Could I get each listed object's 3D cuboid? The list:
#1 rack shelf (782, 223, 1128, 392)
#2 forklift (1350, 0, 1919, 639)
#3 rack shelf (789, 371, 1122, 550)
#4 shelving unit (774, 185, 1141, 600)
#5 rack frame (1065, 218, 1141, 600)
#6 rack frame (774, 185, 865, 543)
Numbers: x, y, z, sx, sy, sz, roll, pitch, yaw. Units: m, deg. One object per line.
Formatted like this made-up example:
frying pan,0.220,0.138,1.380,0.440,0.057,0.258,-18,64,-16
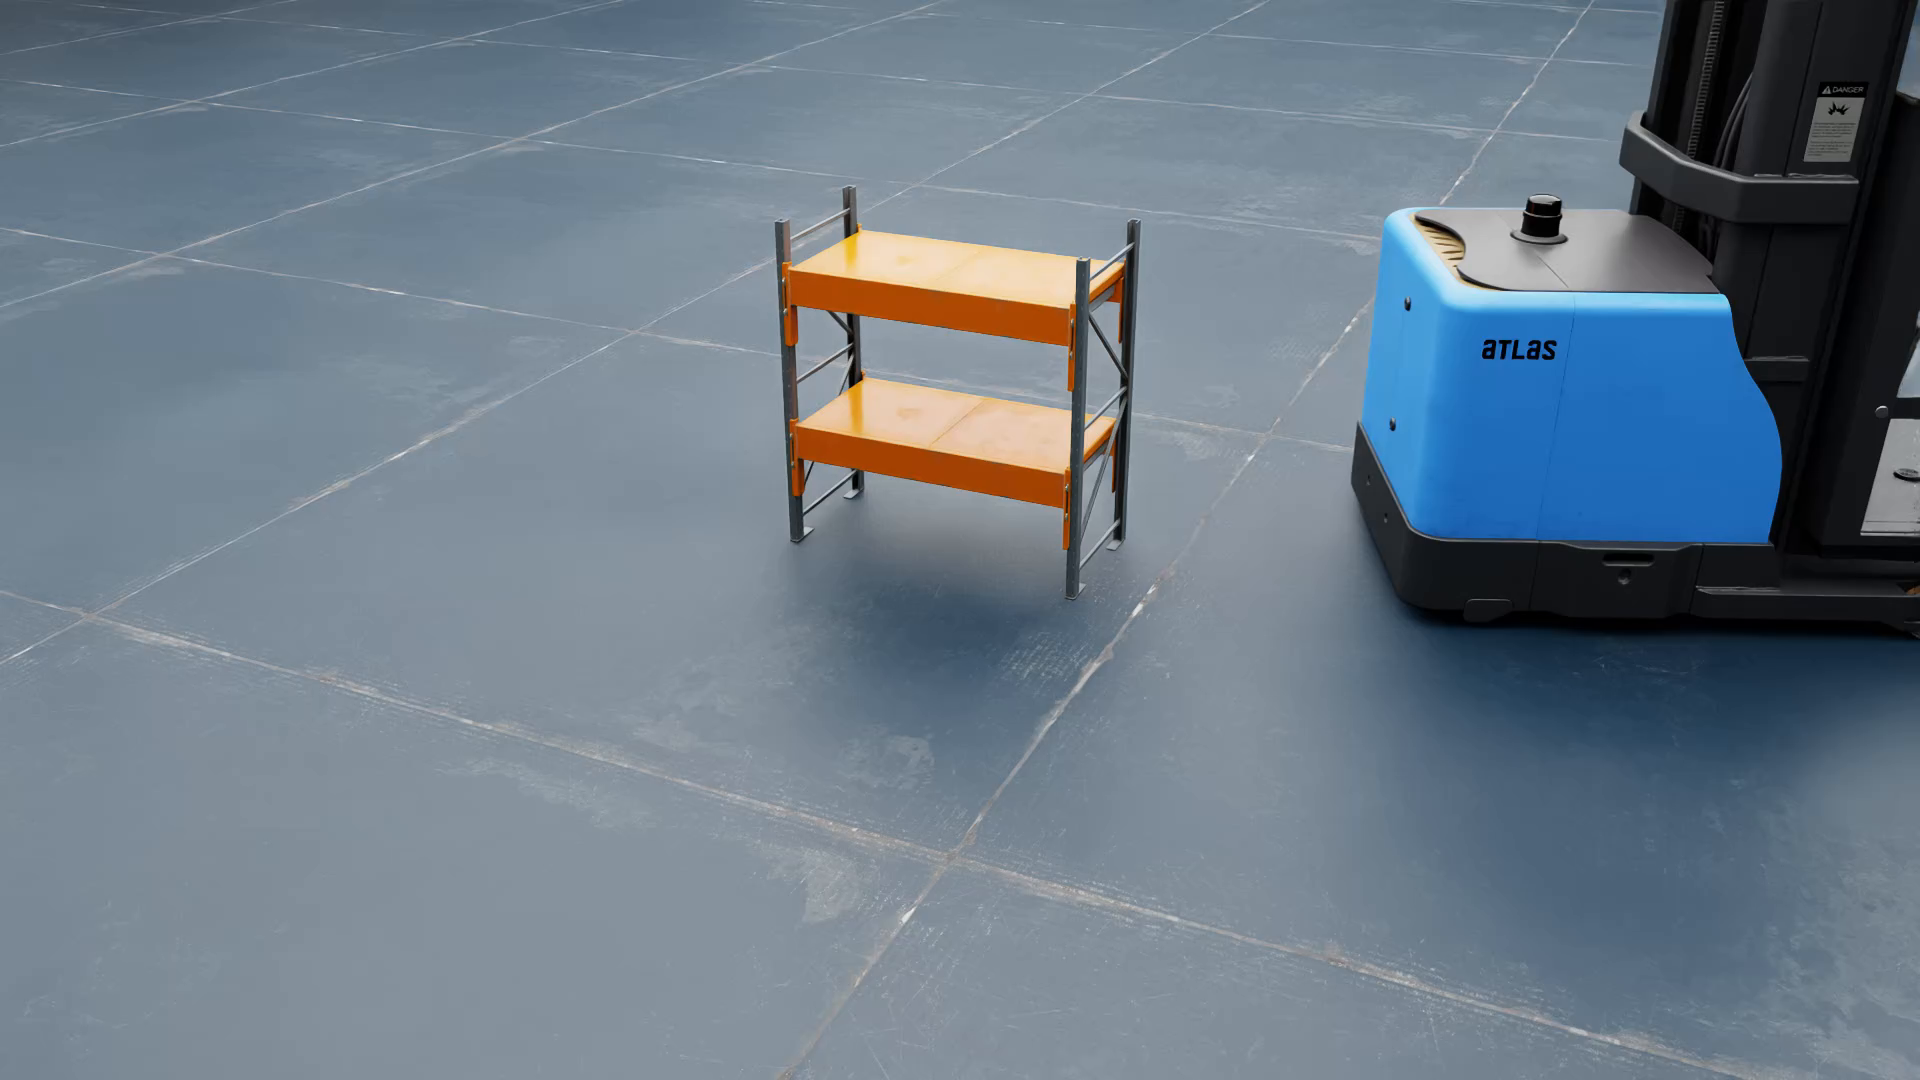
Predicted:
rack shelf,-0.006,-0.768,5.375,1.000,0.278,0.538,11,28,22
forklift,2.909,-1.244,4.959,3.031,2.935,1.130,1,26,2
rack shelf,-0.006,-0.287,5.612,1.000,0.278,0.538,11,28,22
shelving unit,-0.006,-0.506,5.504,1.048,1.125,0.538,11,28,22
rack frame,0.457,-0.413,5.315,0.032,1.125,0.500,11,28,22
rack frame,-0.469,-0.599,5.693,0.032,1.125,0.500,11,28,22
